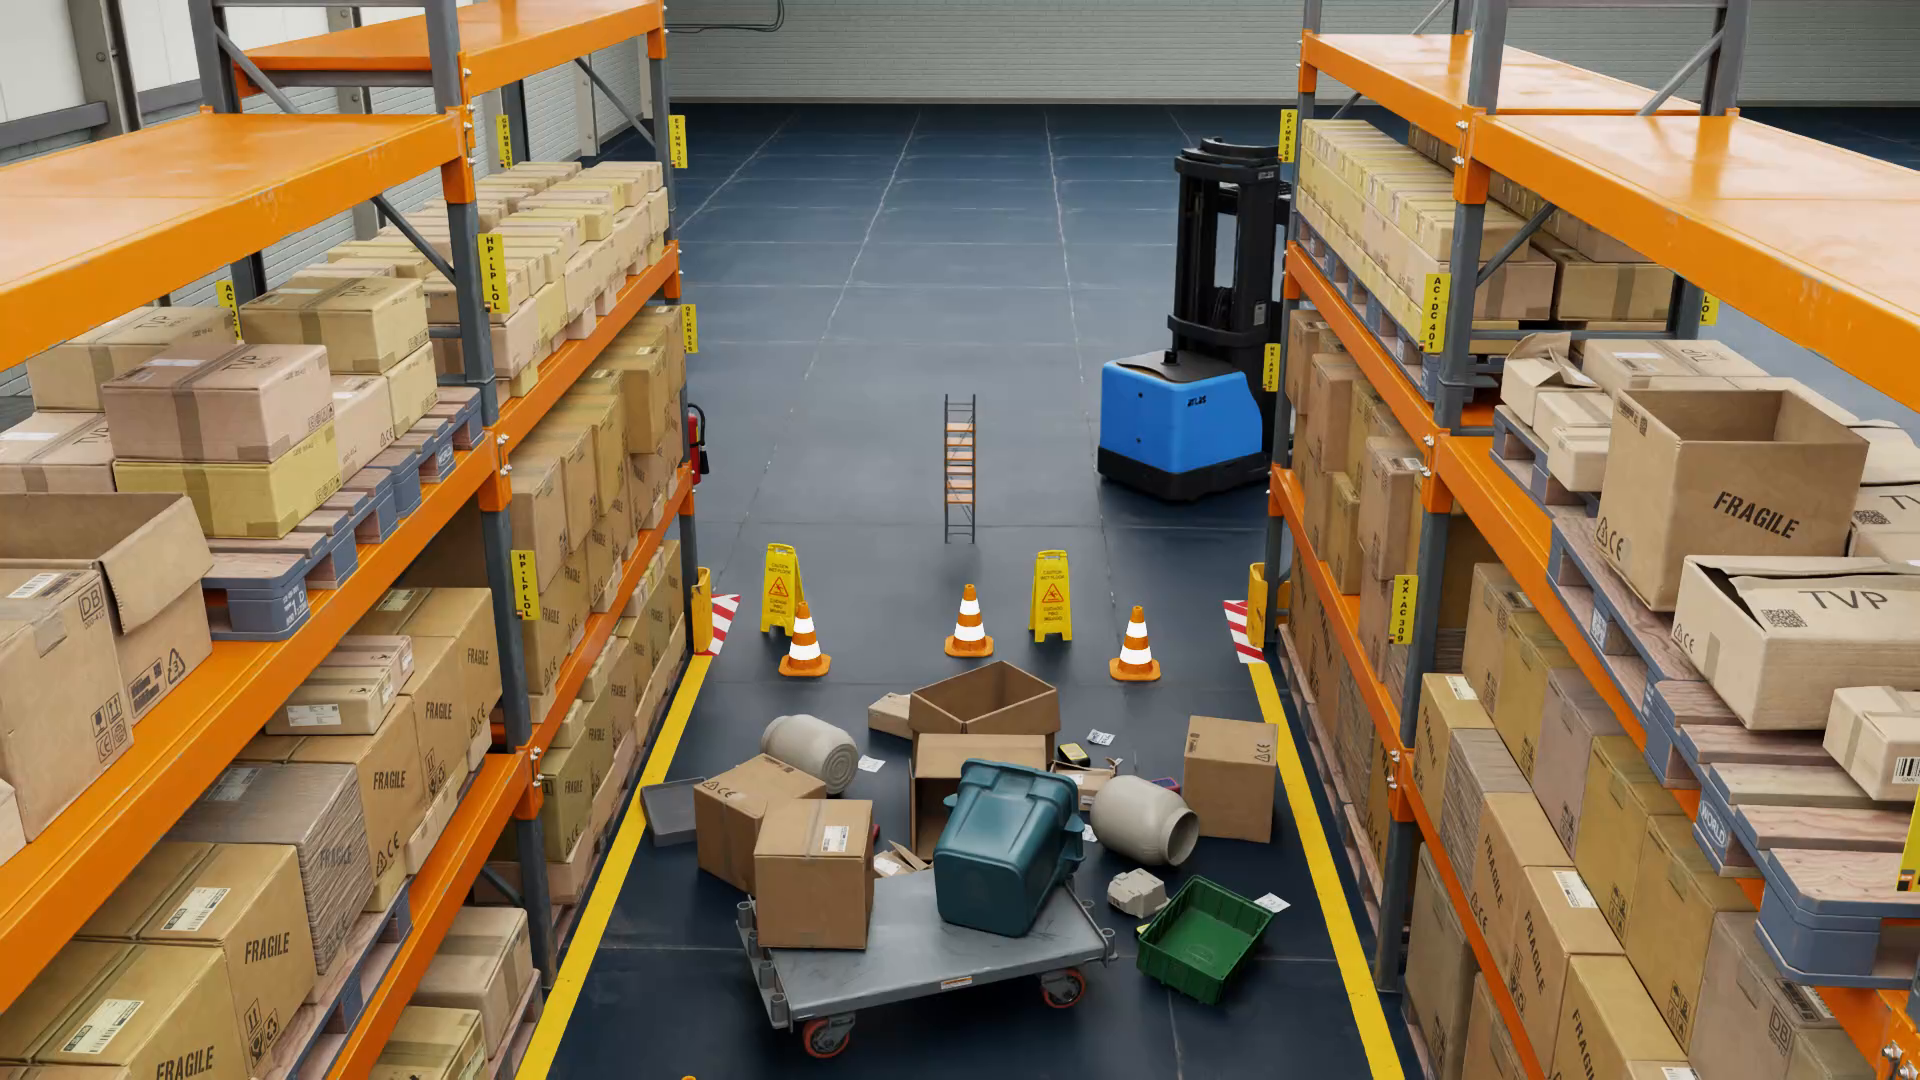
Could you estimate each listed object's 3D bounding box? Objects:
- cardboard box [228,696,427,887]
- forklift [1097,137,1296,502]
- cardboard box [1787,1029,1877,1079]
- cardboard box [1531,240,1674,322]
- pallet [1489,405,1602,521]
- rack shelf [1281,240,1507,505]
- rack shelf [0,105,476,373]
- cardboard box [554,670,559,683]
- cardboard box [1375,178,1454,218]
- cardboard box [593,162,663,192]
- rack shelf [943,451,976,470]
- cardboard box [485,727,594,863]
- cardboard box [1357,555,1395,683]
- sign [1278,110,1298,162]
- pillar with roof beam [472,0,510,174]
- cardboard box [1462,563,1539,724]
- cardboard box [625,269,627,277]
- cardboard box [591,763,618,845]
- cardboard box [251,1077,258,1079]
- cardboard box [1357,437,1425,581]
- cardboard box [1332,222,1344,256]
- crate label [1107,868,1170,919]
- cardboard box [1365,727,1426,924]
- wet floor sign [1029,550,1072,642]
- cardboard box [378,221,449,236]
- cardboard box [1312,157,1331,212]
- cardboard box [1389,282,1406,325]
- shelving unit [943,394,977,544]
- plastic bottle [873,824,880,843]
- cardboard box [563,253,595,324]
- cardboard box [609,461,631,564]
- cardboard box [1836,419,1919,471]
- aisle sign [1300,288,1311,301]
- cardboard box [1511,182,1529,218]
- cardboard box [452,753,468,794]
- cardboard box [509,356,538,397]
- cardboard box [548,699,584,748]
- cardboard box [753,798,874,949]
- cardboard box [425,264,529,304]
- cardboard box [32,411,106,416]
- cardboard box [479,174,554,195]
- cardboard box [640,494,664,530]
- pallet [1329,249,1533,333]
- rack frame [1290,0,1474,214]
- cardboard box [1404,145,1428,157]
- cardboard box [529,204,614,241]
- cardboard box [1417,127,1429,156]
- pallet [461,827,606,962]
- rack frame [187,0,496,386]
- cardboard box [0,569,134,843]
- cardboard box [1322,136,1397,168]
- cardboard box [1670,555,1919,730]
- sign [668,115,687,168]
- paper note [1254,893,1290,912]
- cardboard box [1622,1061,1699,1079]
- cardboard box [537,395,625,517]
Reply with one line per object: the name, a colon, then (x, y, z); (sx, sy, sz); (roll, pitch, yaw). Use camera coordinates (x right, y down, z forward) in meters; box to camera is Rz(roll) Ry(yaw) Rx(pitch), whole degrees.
cardboard box: (-2.274, 0.888, 5.962); (0.500, 0.500, 0.500); (1, 21, 3)
forklift: (2.716, -2.105, 14.902); (3.031, 2.935, 1.130); (-15, 26, -34)
cardboard box: (2.399, 1.523, 3.936); (0.700, 0.500, 0.500); (1, 21, 1)
cardboard box: (2.792, -1.131, 7.228); (0.500, 0.250, 0.500); (1, 21, 2)
pallet: (2.519, -0.225, 6.080); (0.805, 0.209, 1.217); (0, 21, -1)
rack shelf: (2.558, -1.034, 8.895); (1.077, 0.370, 4.000); (1, 21, 2)
rack shelf: (-2.514, -0.818, 4.744); (1.077, 0.370, 4.000); (1, 21, 2)
cardboard box: (-2.167, 0.649, 8.057); (0.380, 0.149, 0.250); (1, 21, 3)
cardboard box: (2.220, -1.645, 8.002); (0.380, 0.149, 0.250); (1, 21, 2)
cardboard box: (-2.047, -2.240, 10.252); (0.380, 0.149, 0.250); (1, 21, 2)
rack shelf: (0.000, -0.635, 13.298); (0.258, 0.103, 0.180); (1, 21, 2)
cardboard box: (-2.166, 1.260, 8.318); (0.500, 0.500, 0.500); (2, 21, 4)
cardboard box: (2.491, 0.350, 8.274); (0.875, 0.550, 0.550); (1, 21, 2)
sign: (2.064, -2.545, 10.478); (0.100, 0.325, 0.005); (1, 21, 2)
pillar with roof beam: (-3.365, -9.781, 26.297); (9.100, 9.000, 0.400); (1, 21, 2)
cardboard box: (2.488, 0.419, 6.782); (0.700, 0.500, 0.500); (0, 21, 1)
cardboard box: (-2.154, -1.584, 9.666); (0.380, 0.149, 0.250); (1, 21, 2)
cardboard box: (-2.161, 1.417, 8.951); (0.500, 0.250, 0.500); (2, 21, 5)
cardboard box: (-2.254, 1.687, 4.802); (0.380, 0.149, 0.250); (1, 21, 2)
cardboard box: (2.444, -0.154, 8.080); (0.875, 0.550, 0.550); (1, 21, 2)
cardboard box: (2.250, -1.641, 9.094); (0.380, 0.149, 0.250); (0, 21, 1)
crate label: (0.916, 1.827, 8.630); (0.298, 0.136, 0.250); (-16, 26, -35)
cardboard box: (2.586, 1.320, 8.336); (0.875, 0.875, 0.875); (1, 21, 2)
wet floor sign: (0.641, 0.371, 11.680); (0.267, 0.644, 0.232); (-3, 21, -8)
cardboard box: (-2.690, -1.506, 8.361); (0.380, 0.149, 0.250); (1, 21, 2)
cardboard box: (2.334, -2.048, 9.592); (0.500, 0.250, 0.500); (0, 21, 1)
cardboard box: (2.203, -1.091, 7.677); (0.380, 0.149, 0.250); (1, 21, 2)
shelving unit: (0.000, -0.565, 13.325); (0.258, 1.200, 0.189); (1, 21, 2)
plastic bottle: (-0.540, 1.658, 9.171); (0.133, 0.061, 0.283); (4, 22, 11)
cardboard box: (-2.132, -1.257, 8.270); (0.500, 0.250, 0.500); (1, 21, 2)
cardboard box: (-2.146, -0.153, 9.228); (0.500, 0.500, 0.500); (1, 21, 2)
cardboard box: (2.664, -0.211, 5.184); (0.500, 0.311, 0.500); (0, 21, 0)
aisle sign: (2.321, -1.935, 10.776); (0.394, 0.787, 0.004); (1, 21, 2)
cardboard box: (2.877, -1.640, 7.988); (0.380, 0.149, 0.250); (1, 21, 2)
cardboard box: (-2.219, 0.940, 6.727); (0.380, 0.149, 0.250); (0, 21, 0)
cardboard box: (-2.132, -0.751, 7.519); (0.380, 0.149, 0.250); (1, 21, 2)
cardboard box: (-2.102, 0.913, 8.315); (0.380, 0.149, 0.250); (1, 21, 2)
cardboard box: (-0.673, 1.555, 7.783); (0.500, 0.500, 0.500); (1, 21, 2)
cardboard box: (-2.139, -1.123, 7.376); (0.380, 0.149, 0.250); (1, 21, 3)
cardboard box: (-2.886, -0.400, 5.893); (0.500, 0.250, 0.500); (0, 21, 1)
cardboard box: (-2.607, -2.058, 9.784); (0.380, 0.149, 0.250); (1, 21, 2)
cardboard box: (-2.033, -0.179, 10.190); (0.380, 0.149, 0.250); (1, 21, 3)
pallet: (2.573, -1.341, 8.813); (1.003, 0.211, 1.213); (1, 21, 2)
rack frame: (2.619, -3.491, 10.086); (1.000, 3.000, 0.127); (1, 21, 2)
cardboard box: (2.883, -2.224, 10.044); (0.500, 0.250, 0.500); (1, 21, 2)
cardboard box: (-2.060, -1.685, 8.823); (0.380, 0.149, 0.250); (1, 21, 3)
cardboard box: (2.939, -2.374, 9.880); (0.380, 0.149, 0.250); (1, 21, 2)
pallet: (-2.468, 1.791, 8.621); (1.003, 0.211, 1.213); (1, 21, 2)
rack frame: (-2.453, -2.063, 6.405); (1.000, 3.000, 0.127); (1, 21, 2)
cardboard box: (-2.536, 0.393, 4.085); (0.700, 0.500, 0.500); (1, 21, 2)
cardboard box: (2.266, -2.198, 9.426); (0.380, 0.149, 0.250); (1, 21, 2)
cardboard box: (2.108, 0.218, 4.078); (0.500, 0.311, 0.500); (1, 21, 2)
sign: (-1.778, -2.510, 10.480); (0.100, 0.325, 0.005); (1, 21, 2)
paper note: (1.613, 1.883, 8.633); (0.147, 0.020, 0.142); (-16, 26, -35)
cardboard box: (2.138, 1.806, 4.590); (0.500, 0.500, 0.500); (1, 21, 2)
cardboard box: (-2.144, -0.440, 8.584); (0.700, 0.500, 0.500); (0, 21, 0)
